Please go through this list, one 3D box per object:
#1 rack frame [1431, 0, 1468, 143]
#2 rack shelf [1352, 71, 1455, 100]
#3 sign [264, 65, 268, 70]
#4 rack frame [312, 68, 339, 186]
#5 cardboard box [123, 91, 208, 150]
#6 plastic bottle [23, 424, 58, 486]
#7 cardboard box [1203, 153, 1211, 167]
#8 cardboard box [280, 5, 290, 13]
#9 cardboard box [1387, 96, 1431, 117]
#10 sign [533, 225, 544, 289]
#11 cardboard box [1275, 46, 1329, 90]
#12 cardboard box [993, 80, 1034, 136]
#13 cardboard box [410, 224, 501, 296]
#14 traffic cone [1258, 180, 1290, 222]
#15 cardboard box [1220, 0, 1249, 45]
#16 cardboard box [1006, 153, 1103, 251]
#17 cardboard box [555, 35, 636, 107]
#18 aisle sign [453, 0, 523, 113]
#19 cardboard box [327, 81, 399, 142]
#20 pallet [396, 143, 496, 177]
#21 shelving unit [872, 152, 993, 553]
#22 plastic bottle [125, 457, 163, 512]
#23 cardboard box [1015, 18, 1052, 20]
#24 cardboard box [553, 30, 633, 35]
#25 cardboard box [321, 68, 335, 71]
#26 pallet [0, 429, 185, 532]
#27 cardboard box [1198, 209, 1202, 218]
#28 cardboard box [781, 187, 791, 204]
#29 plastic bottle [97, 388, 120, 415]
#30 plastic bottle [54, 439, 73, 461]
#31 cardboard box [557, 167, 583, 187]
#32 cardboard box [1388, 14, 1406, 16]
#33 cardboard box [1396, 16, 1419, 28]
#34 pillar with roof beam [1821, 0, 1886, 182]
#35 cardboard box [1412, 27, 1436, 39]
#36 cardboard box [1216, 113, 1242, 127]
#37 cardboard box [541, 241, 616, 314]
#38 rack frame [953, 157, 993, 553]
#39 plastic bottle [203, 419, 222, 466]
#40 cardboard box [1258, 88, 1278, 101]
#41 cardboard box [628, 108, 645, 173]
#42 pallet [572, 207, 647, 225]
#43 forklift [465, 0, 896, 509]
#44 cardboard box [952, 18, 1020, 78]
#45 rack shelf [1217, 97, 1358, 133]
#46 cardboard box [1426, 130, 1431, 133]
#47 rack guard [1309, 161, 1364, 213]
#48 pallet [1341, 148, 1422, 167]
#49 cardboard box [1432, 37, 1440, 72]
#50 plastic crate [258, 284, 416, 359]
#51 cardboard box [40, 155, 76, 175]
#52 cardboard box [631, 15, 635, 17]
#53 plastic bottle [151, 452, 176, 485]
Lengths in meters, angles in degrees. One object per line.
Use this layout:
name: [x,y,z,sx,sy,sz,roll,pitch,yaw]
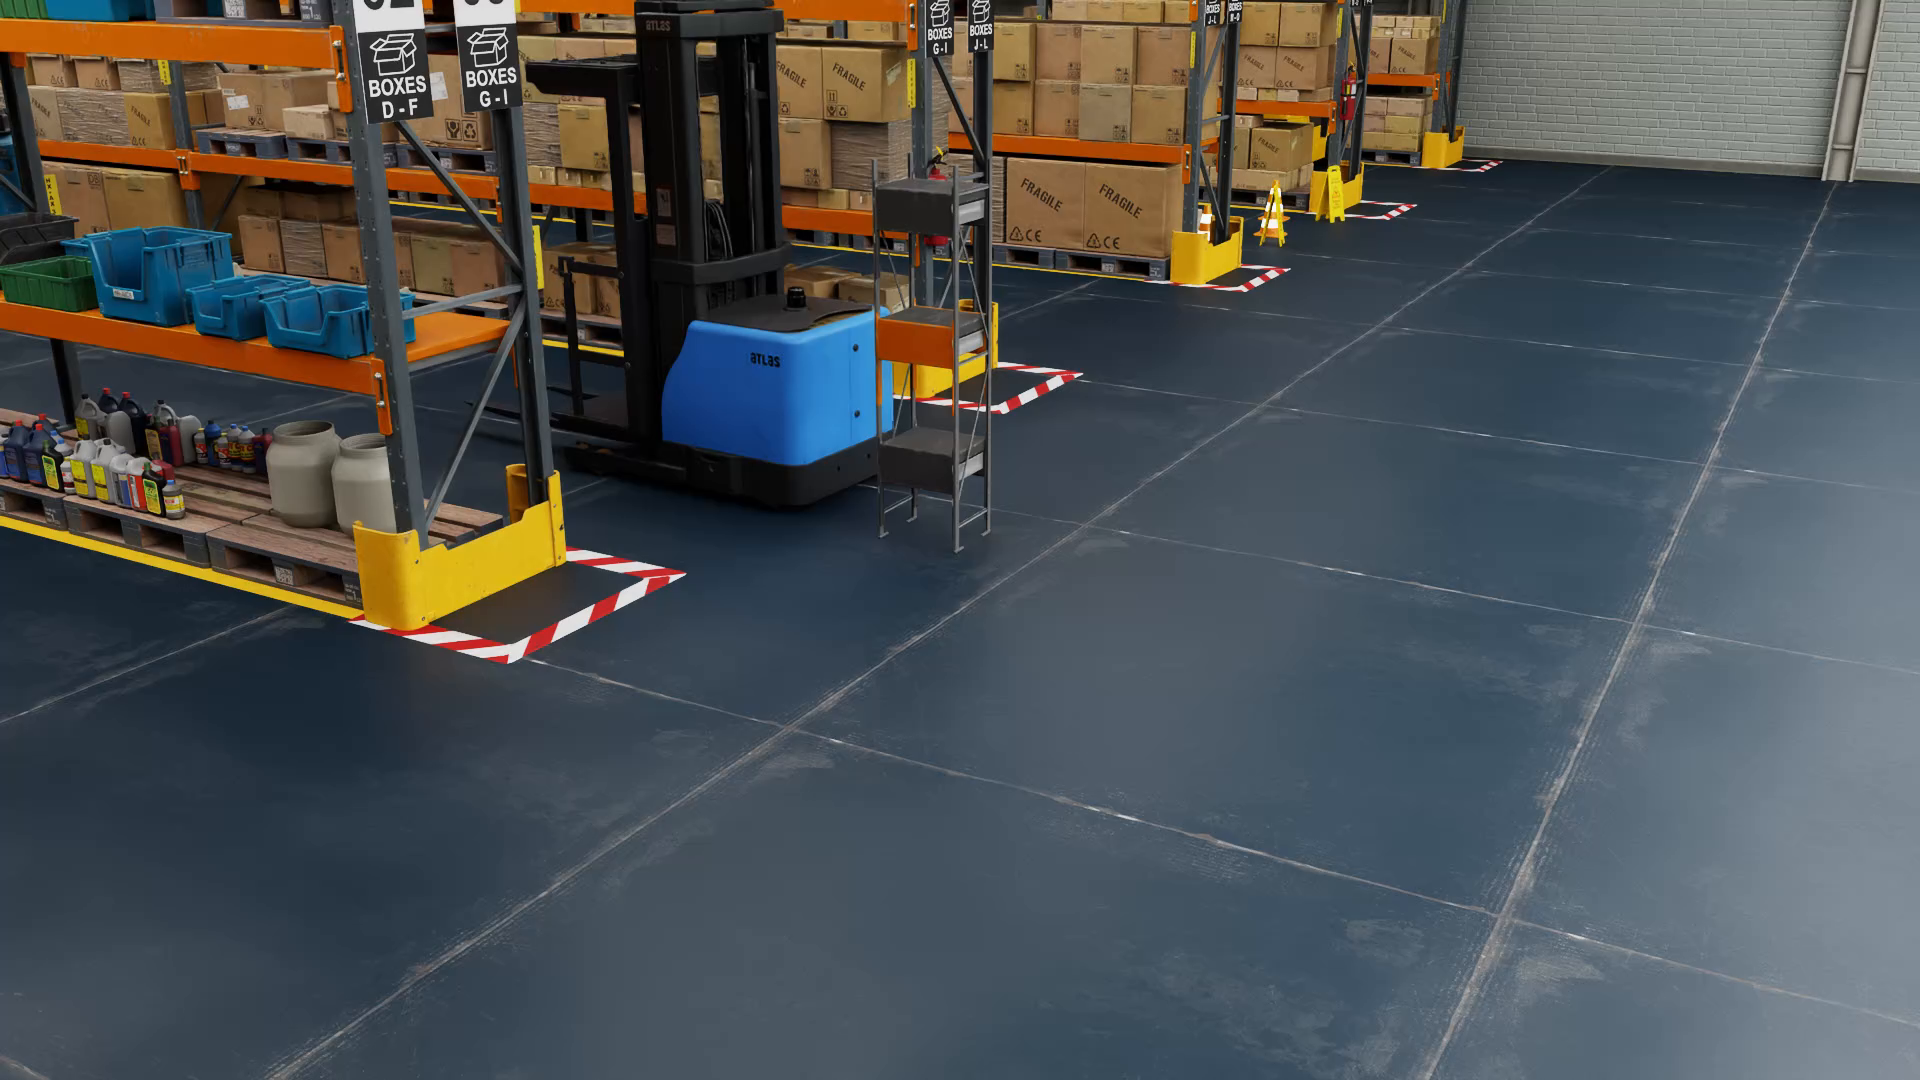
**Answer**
rack frame: [7.202,-7.063,24.438,0.127,3.000,1.000,11,23,27]
rack shelf: [5.456,-7.058,25.478,4.000,0.370,1.077,11,23,27]
sign: [-6.776,-4.635,16.163,0.005,0.325,0.100,11,23,27]
rack frame: [-8.017,-6.090,21.755,0.127,3.000,1.000,11,23,27]
cardboard box: [-7.584,-4.020,15.903,0.500,0.500,0.500,12,23,29]
plastic bottle: [-5.289,-0.498,9.578,0.185,0.351,0.144,10,22,25]
cardboard box: [3.064,-5.070,21.259,0.500,0.500,0.500,10,22,26]
cardboard box: [-8.560,-6.745,21.511,0.500,0.500,0.500,10,22,25]
cardboard box: [6.648,-6.422,24.620,0.500,0.250,0.500,12,23,29]
sign: [-2.192,-1.453,8.567,0.005,0.325,0.100,11,23,27]
cardboard box: [4.177,-5.780,20.318,0.500,0.500,0.500,10,22,26]
cardboard box: [0.712,-4.505,17.164,0.500,0.550,0.875,11,23,27]
cardboard box: [-4.473,-2.525,14.948,0.500,0.500,0.700,11,22,27]
traffic cone: [3.780,-4.080,19.934,0.334,0.463,0.336,11,23,27]
cardboard box: [3.299,-6.402,20.567,0.500,0.500,0.700,10,22,27]
cardboard box: [1.066,-3.532,17.203,0.875,0.875,0.875,10,22,26]
cardboard box: [-2.834,-3.724,13.182,0.500,0.500,0.500,11,23,27]
aisle sign: [-2.258,-2.458,7.929,0.004,0.787,0.394,11,23,27]
cardboard box: [-5.099,-3.807,14.693,0.637,0.503,0.797,13,24,33]
pallet: [-4.137,-3.380,14.566,1.213,0.211,1.003,11,23,27]
shelving unit: [-0.145,-1.015,9.083,0.503,2.100,0.431,11,23,27]
plastic bottle: [-4.488,-0.312,9.174,0.135,0.276,0.152,11,23,28]
cardboard box: [1.023,-6.798,22.507,0.500,0.500,0.500,11,23,29]
cardboard box: [-3.013,-3.964,13.845,0.500,0.500,0.500,11,23,27]
cardboard box: [-7.898,-5.967,21.169,0.250,0.149,0.380,10,22,25]
pallet: [-5.390,-0.390,10.132,1.213,0.211,1.003,11,23,27]
cardboard box: [2.656,-3.861,19.792,0.380,0.149,0.250,-11,23,-29]
cardboard box: [-1.268,-2.671,12.697,0.250,0.149,0.380,11,23,27]
plastic bottle: [-5.253,-0.766,10.317,0.185,0.351,0.144,10,22,26]
plastic bottle: [-5.142,-0.447,9.555,0.097,0.271,0.097,0,20,0]
cardboard box: [-3.056,-2.978,13.544,0.250,0.149,0.380,11,23,27]
cardboard box: [6.564,-7.768,24.846,0.250,0.149,0.380,11,23,28]
cardboard box: [6.556,-7.584,24.339,0.250,0.149,0.380,11,23,27]
pillar with roof beam: [10.173,-7.988,18.190,0.400,9.000,9.100,11,23,27]
cardboard box: [6.763,-7.389,24.239,0.250,0.149,0.380,11,23,28]
cardboard box: [3.387,-5.287,20.906,0.250,0.149,0.380,11,23,28]
cardboard box: [-3.211,-2.244,14.202,0.500,0.500,0.500,10,22,26]
rack frame: [0.069,-0.974,8.971,0.015,2.100,0.400,11,23,27]
plastic bottle: [-4.458,-0.586,9.938,0.097,0.271,0.097,0,20,0]
cardboard box: [3.865,-5.523,20.562,0.250,0.149,0.380,10,22,26]
cardboard box: [-2.273,-3.247,13.334,0.500,0.500,0.875,11,23,27]
pallet: [-3.874,-3.961,19.974,1.213,0.211,1.003,11,23,27]
forklift: [-1.916,-1.926,10.376,3.031,2.935,1.130,12,23,31]
cardboard box: [0.213,-5.079,17.164,0.550,0.550,0.875,11,23,27]
rack shelf: [3.039,-5.579,21.402,4.000,0.370,1.077,11,23,27]
cardboard box: [6.869,-6.108,25.221,0.500,0.250,0.500,11,23,28]
rack guard: [4.718,-4.422,20.824,0.348,0.500,1.175,11,23,27]
pallet: [6.514,-5.867,25.230,1.213,0.211,1.003,11,23,27]
cardboard box: [6.905,-7.275,24.876,0.500,0.500,0.500,12,23,29]
plastic crate: [-3.047,-1.084,8.174,0.616,0.251,0.499,11,23,27]
cardboard box: [-9.175,-3.580,17.336,0.875,0.875,1.225,10,22,25]
cardboard box: [-4.553,-7.778,24.796,0.500,0.500,0.500,10,22,26]
plastic bottle: [-4.436,-0.347,9.261,0.133,0.283,0.061,11,23,27]
